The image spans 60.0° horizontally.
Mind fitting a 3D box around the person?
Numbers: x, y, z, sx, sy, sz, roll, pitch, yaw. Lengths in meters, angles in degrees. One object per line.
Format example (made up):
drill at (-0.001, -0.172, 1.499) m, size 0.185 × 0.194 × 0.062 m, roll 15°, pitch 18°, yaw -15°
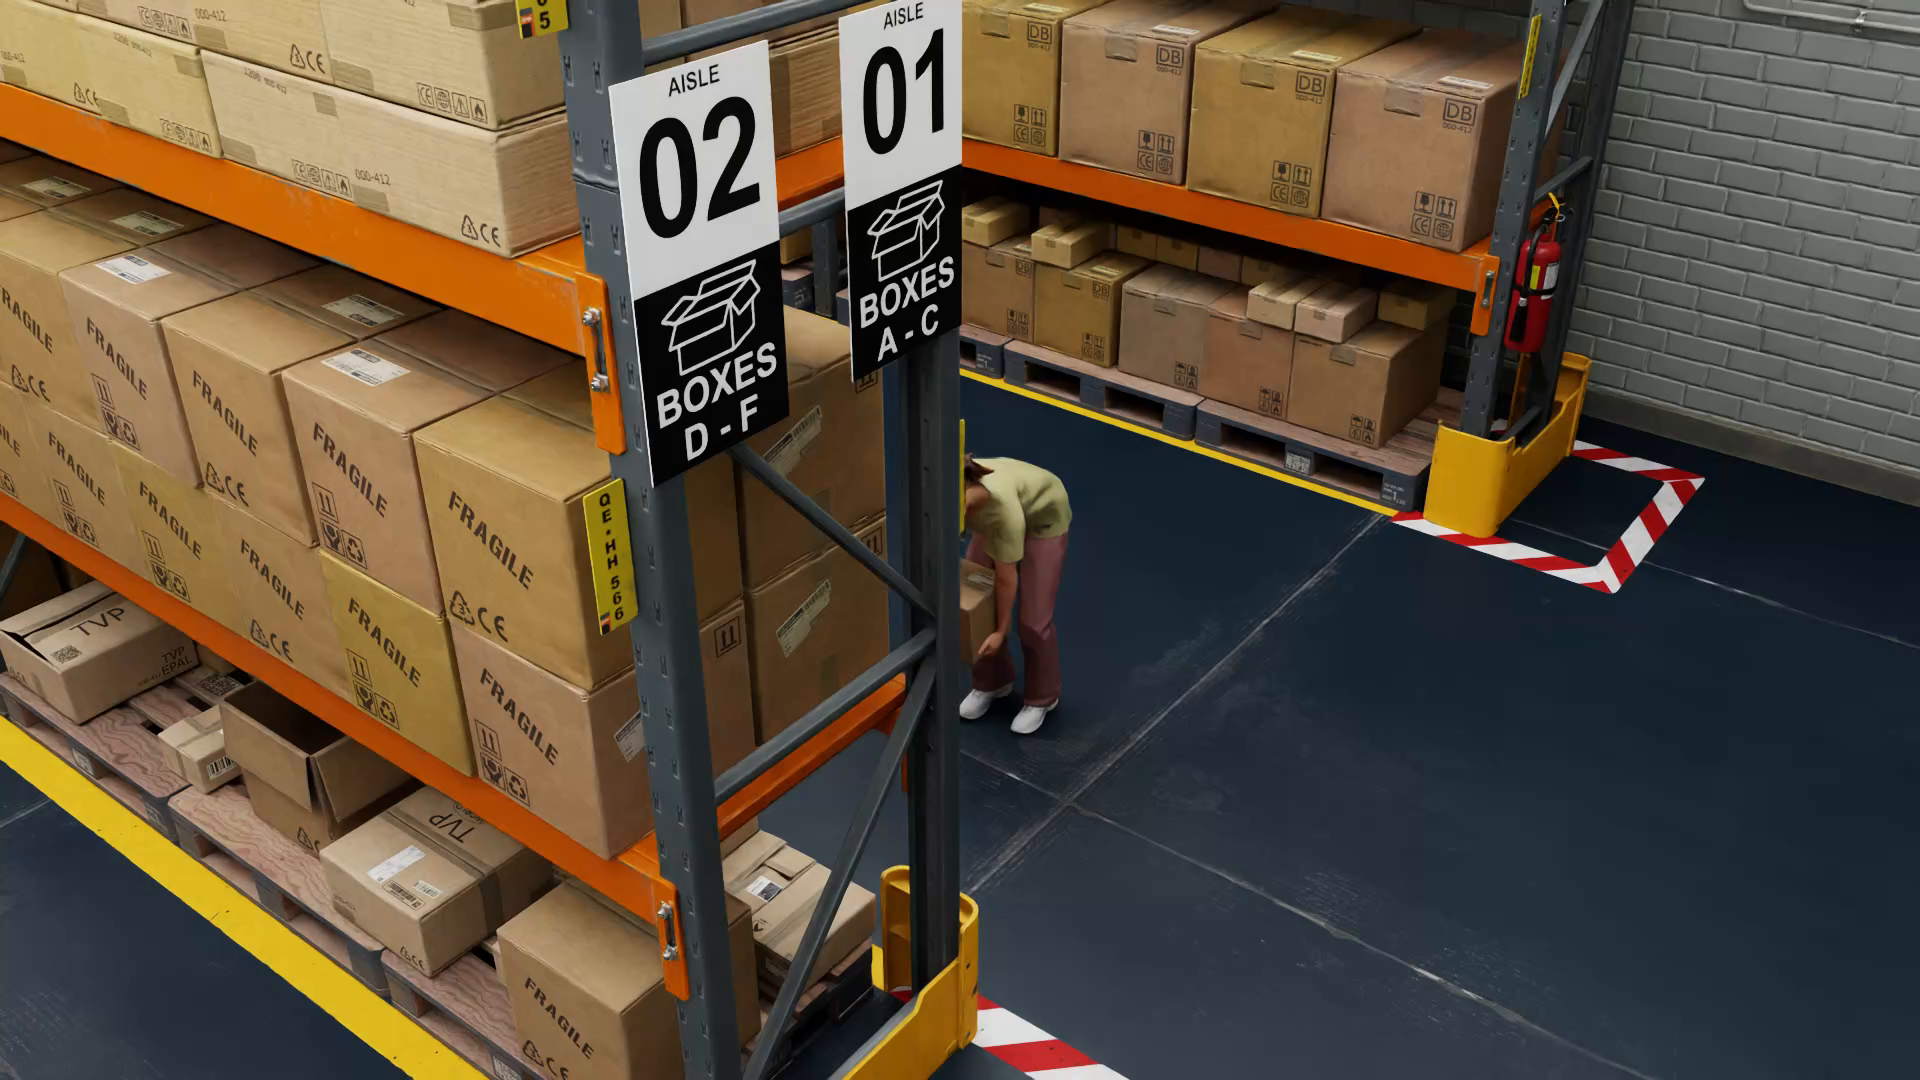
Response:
person at (0.095, 0.189, 6.181) m, size 0.403 × 1.308 × 0.813 m, roll 20°, pitch 37°, yaw 30°
